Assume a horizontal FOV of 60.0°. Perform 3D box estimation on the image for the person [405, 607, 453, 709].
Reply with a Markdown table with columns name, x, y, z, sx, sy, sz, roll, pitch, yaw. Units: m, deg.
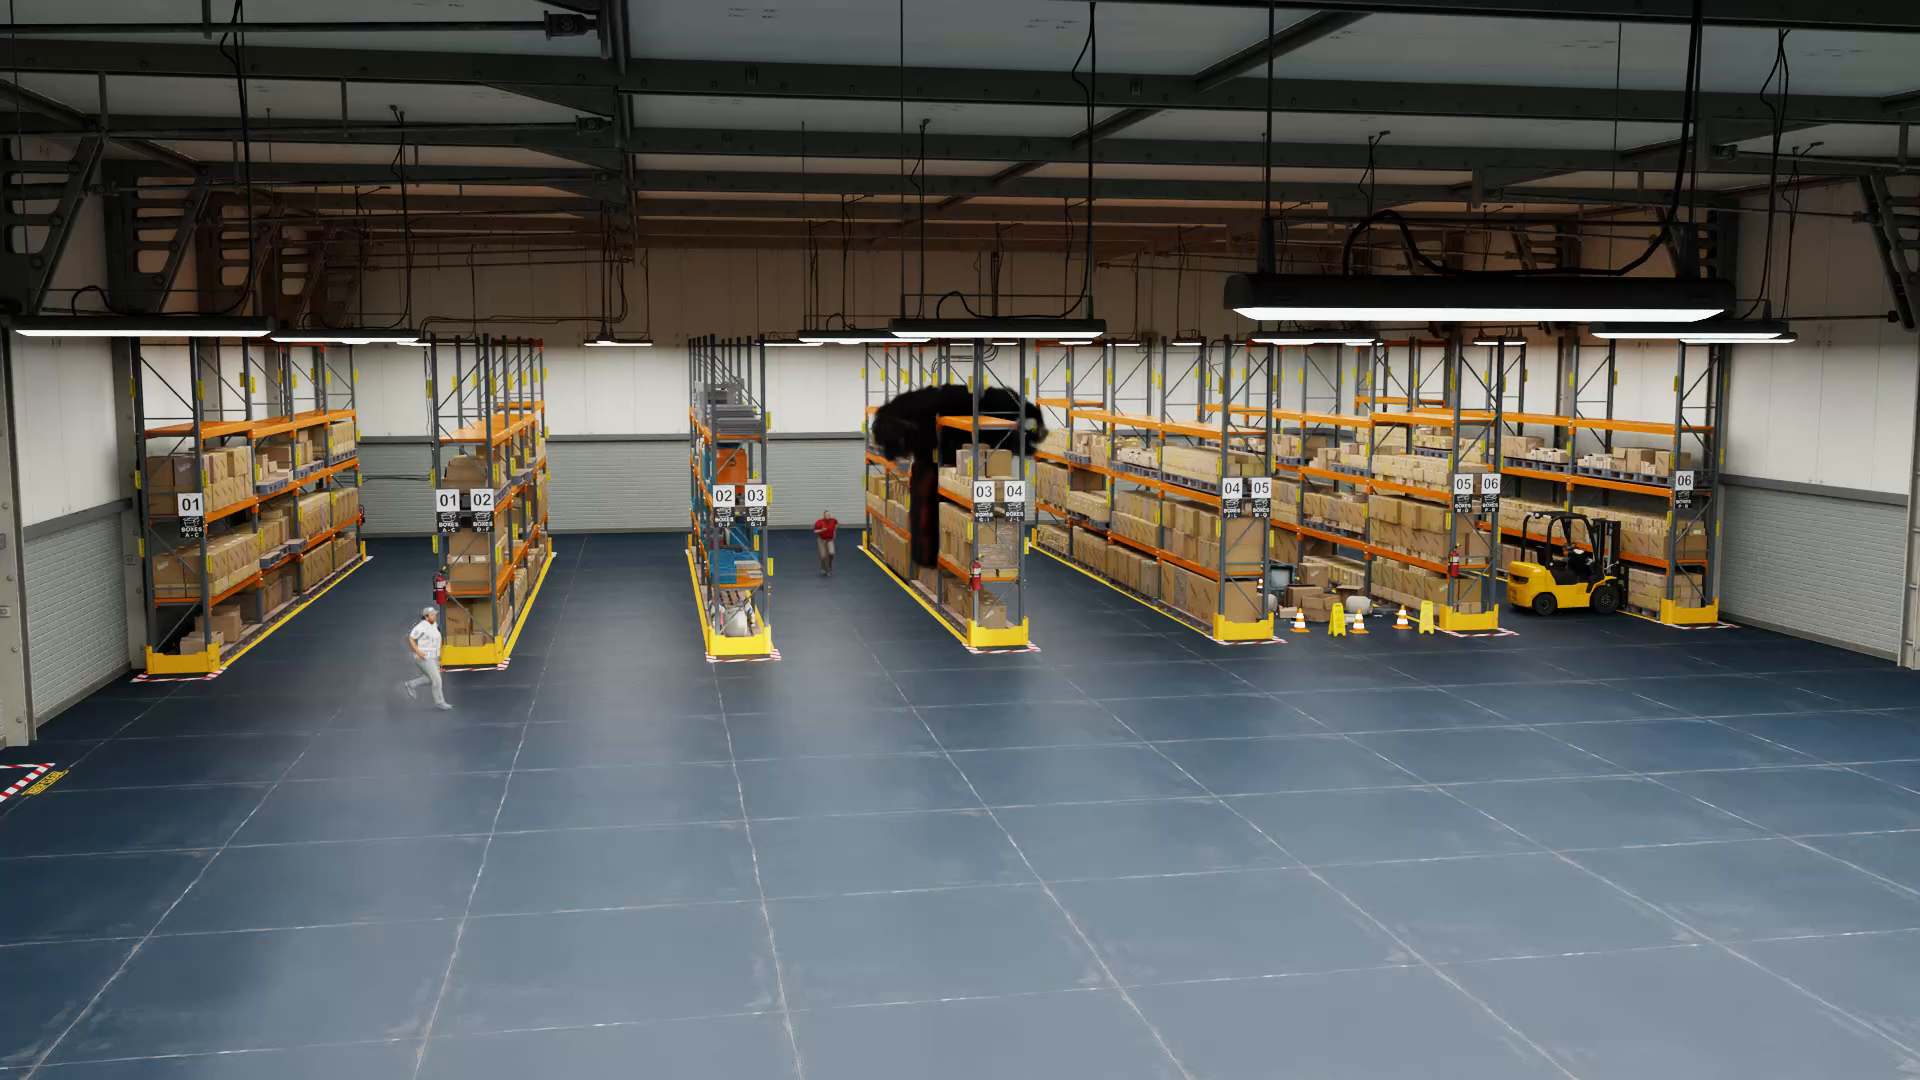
| name | x | y | z | sx | sy | sz | roll | pitch | yaw |
| --- | --- | --- | --- | --- | --- | --- | --- | --- | --- |
| person | -8.552 | 1.884 | 26.601 | 0.827 | 1.657 | 0.631 | 2 | 7 | 14 |

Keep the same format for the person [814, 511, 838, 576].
| name | x | y | z | sx | sy | sz | roll | pitch | yaw |
| --- | --- | --- | --- | --- | --- | --- | --- | --- | --- |
| person | -3.376 | 0.074 | 42.011 | 0.641 | 1.672 | 0.907 | -1 | 7 | -12 |
